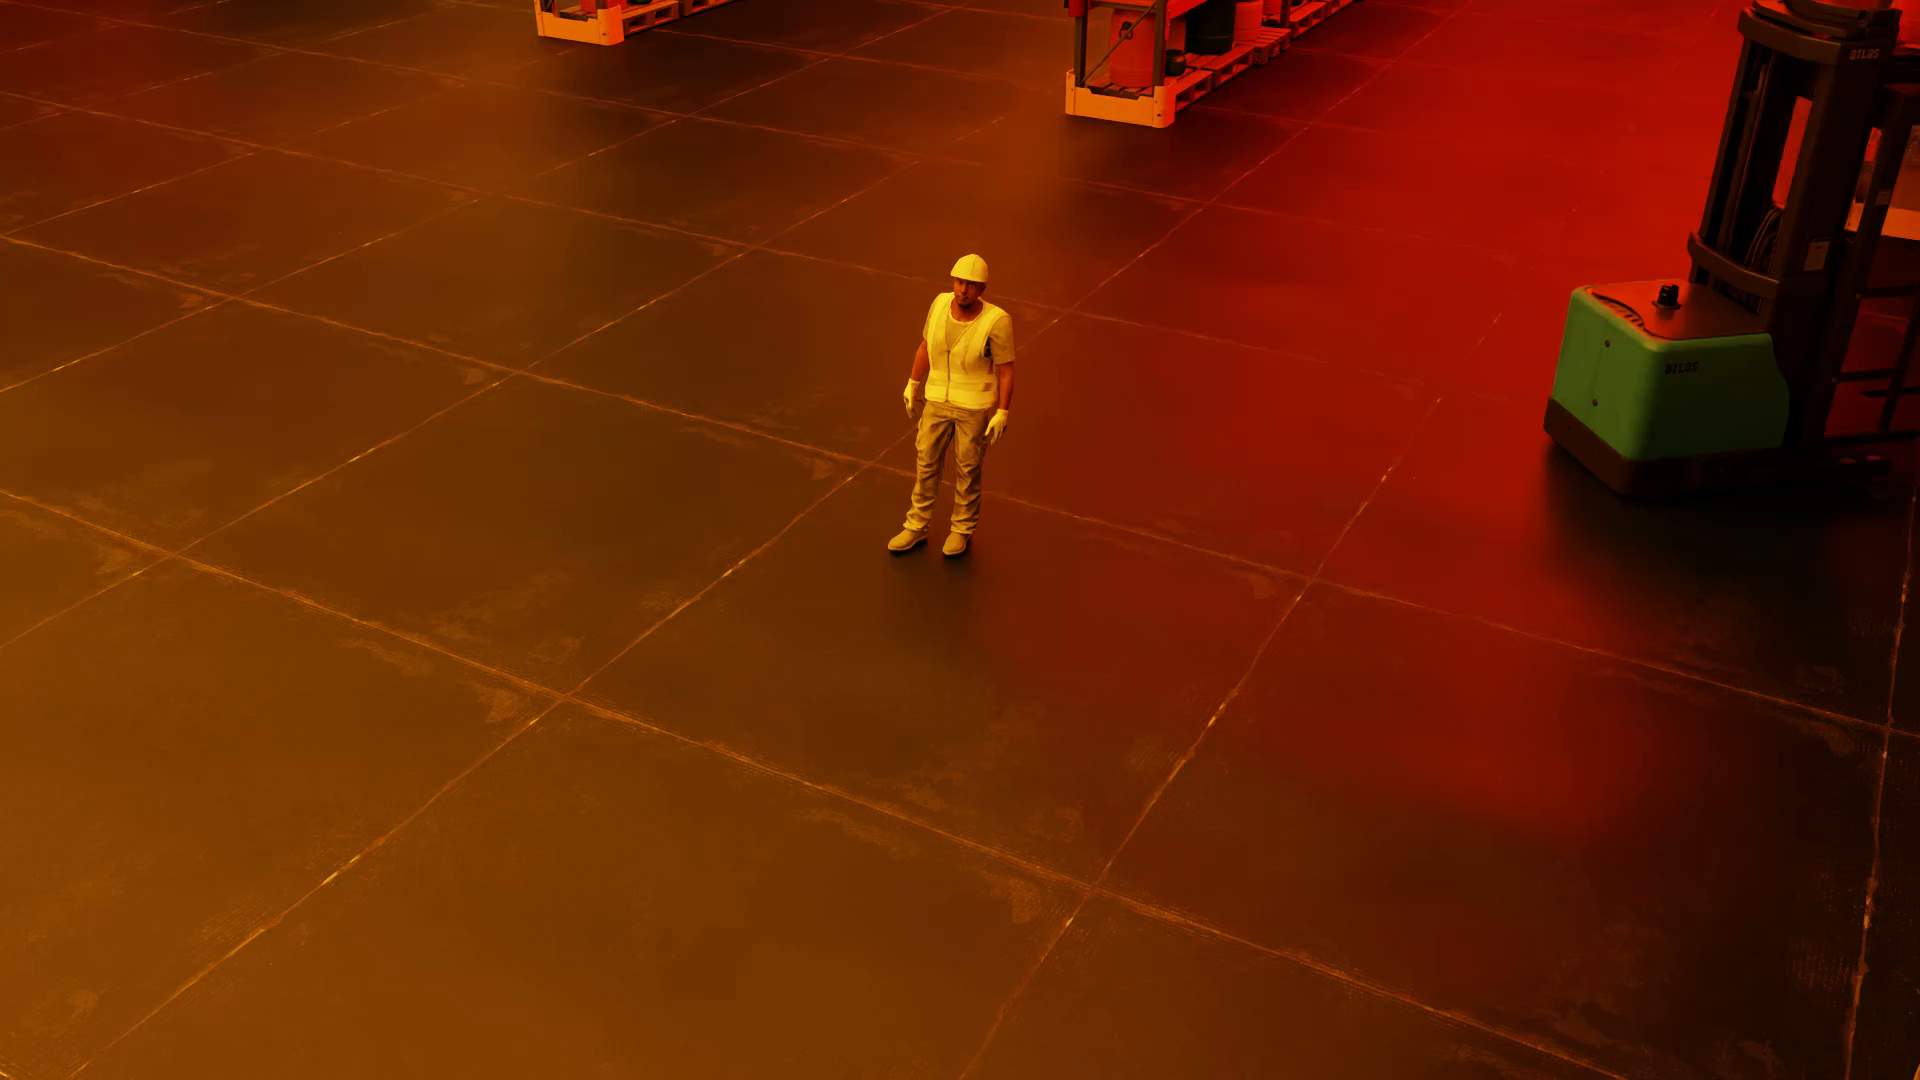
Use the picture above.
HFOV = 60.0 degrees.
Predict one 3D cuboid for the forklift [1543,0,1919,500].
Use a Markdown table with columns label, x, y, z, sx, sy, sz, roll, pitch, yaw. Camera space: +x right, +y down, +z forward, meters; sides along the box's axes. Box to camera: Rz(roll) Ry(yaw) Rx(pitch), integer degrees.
| label | x | y | z | sx | sy | sz | roll | pitch | yaw |
| --- | --- | --- | --- | --- | --- | --- | --- | --- | --- |
| forklift | 5.477 | -1.882 | 10.331 | 3.031 | 2.935 | 1.130 | -6 | 30 | -10 |

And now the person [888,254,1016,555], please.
| label | x | y | z | sx | sy | sz | roll | pitch | yaw |
| --- | --- | --- | --- | --- | --- | --- | --- | --- | --- |
| person | -0.043 | -0.749 | 9.502 | 0.657 | 1.785 | 0.575 | 15 | 33 | 25 |
